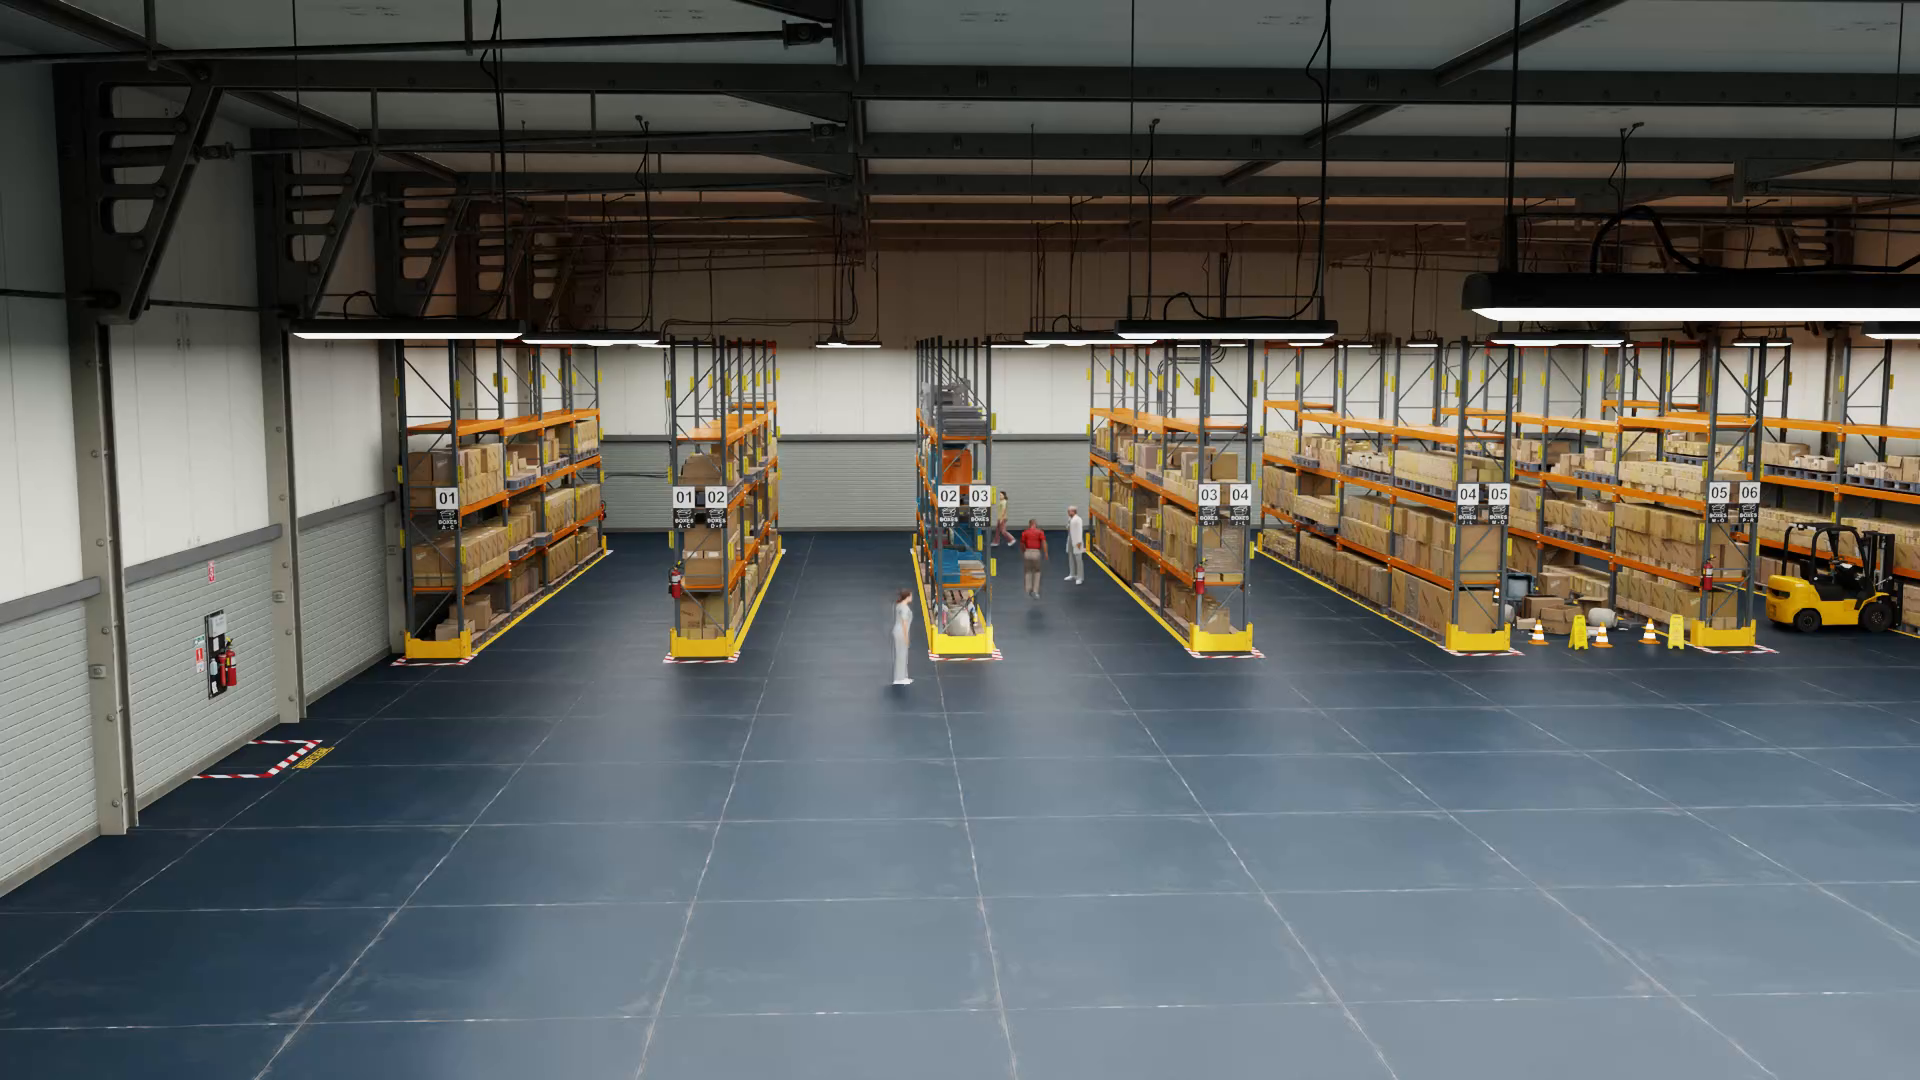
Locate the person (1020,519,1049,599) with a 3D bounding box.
[{"bbox_3d":[1.671,0.450,37.139,0.677,1.826,0.550,3,7,25],"label":"person"}]

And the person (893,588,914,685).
[{"bbox_3d":[-0.963,1.657,28.596,0.375,1.682,0.472,-1,7,-10],"label":"person"}]

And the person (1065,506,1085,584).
[{"bbox_3d":[2.723,0.103,39.230,0.423,1.824,0.590,-5,8,-37],"label":"person"}]

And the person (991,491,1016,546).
[{"bbox_3d":[1.294,-0.612,48.648,0.985,1.639,0.530,4,8,31],"label":"person"}]
